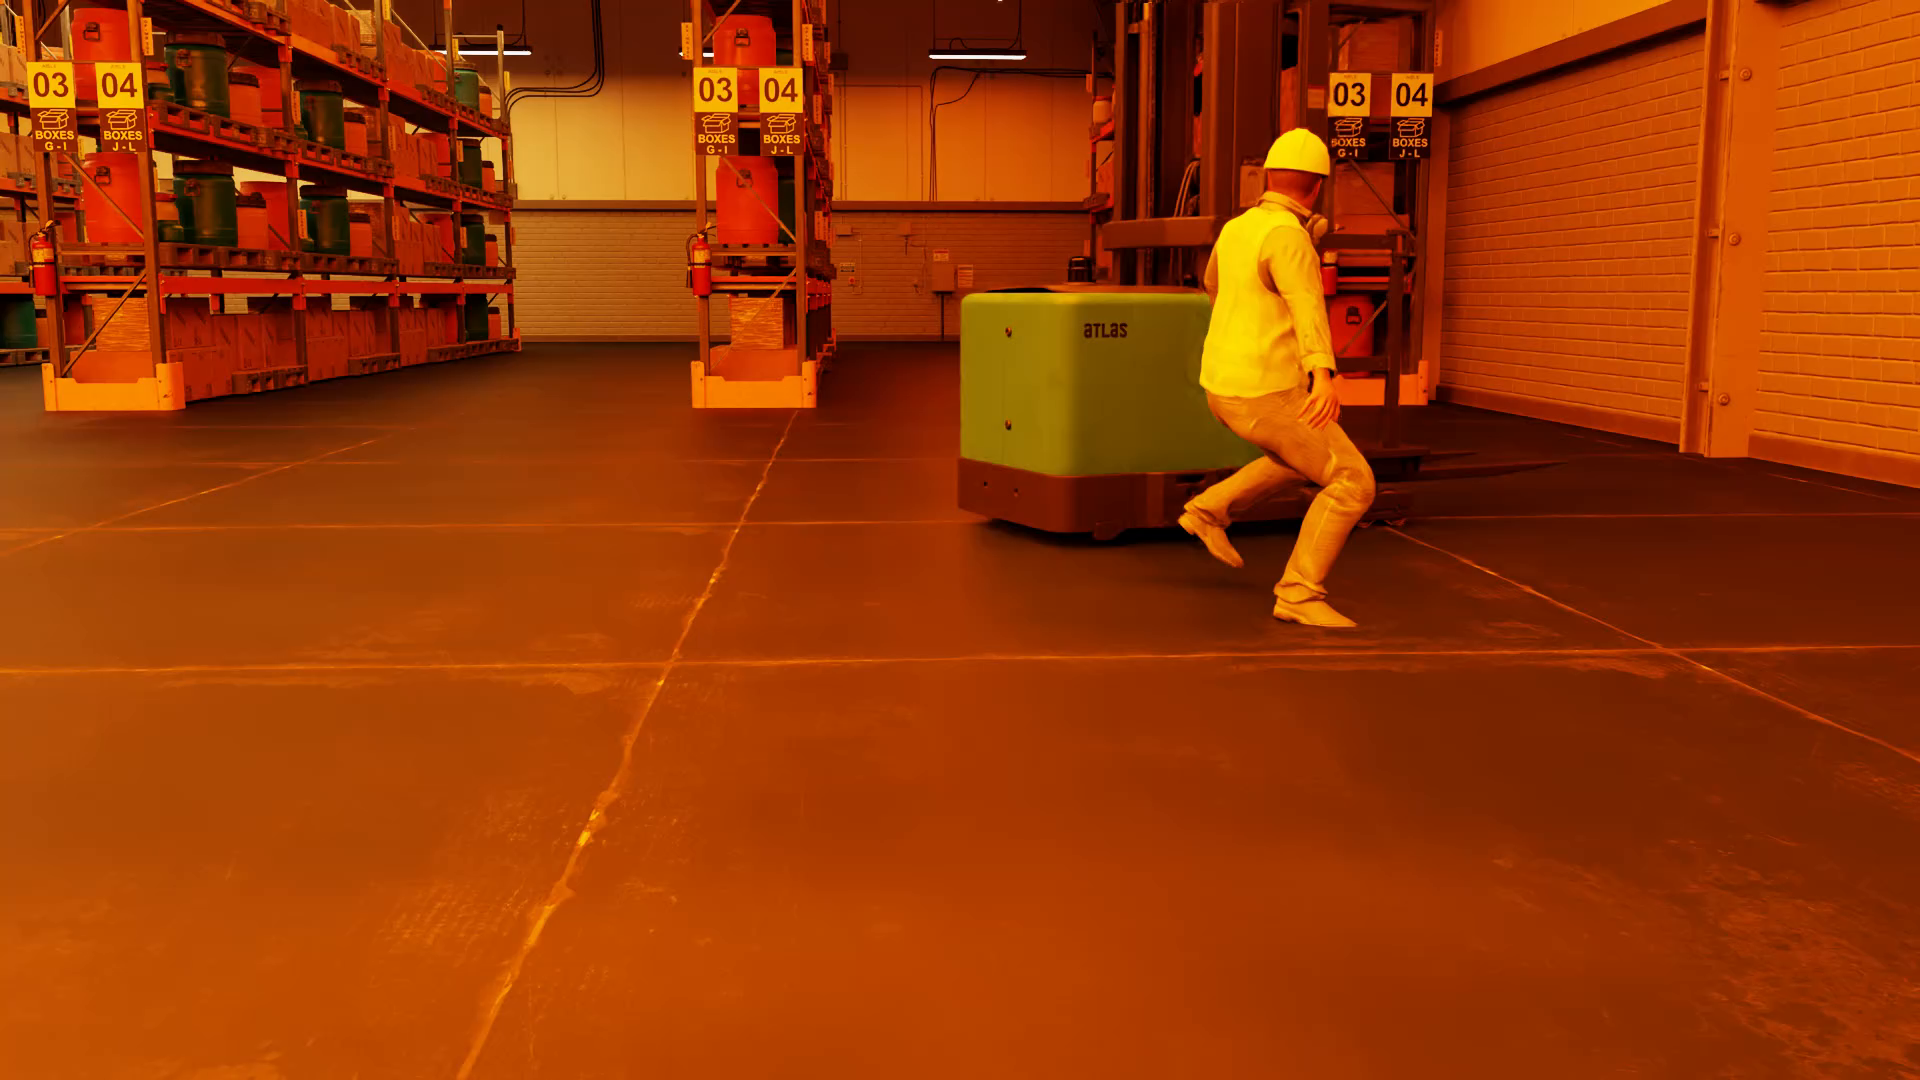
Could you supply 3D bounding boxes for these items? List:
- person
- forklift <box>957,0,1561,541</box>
[{"bbox_3d":[1.091,-0.543,5.621,0.502,1.656,1.099,-1,8,-4],"label":"person"},{"bbox_3d":[1.544,-1.568,7.892,3.031,2.935,1.130,-4,9,-26],"label":"forklift"}]
